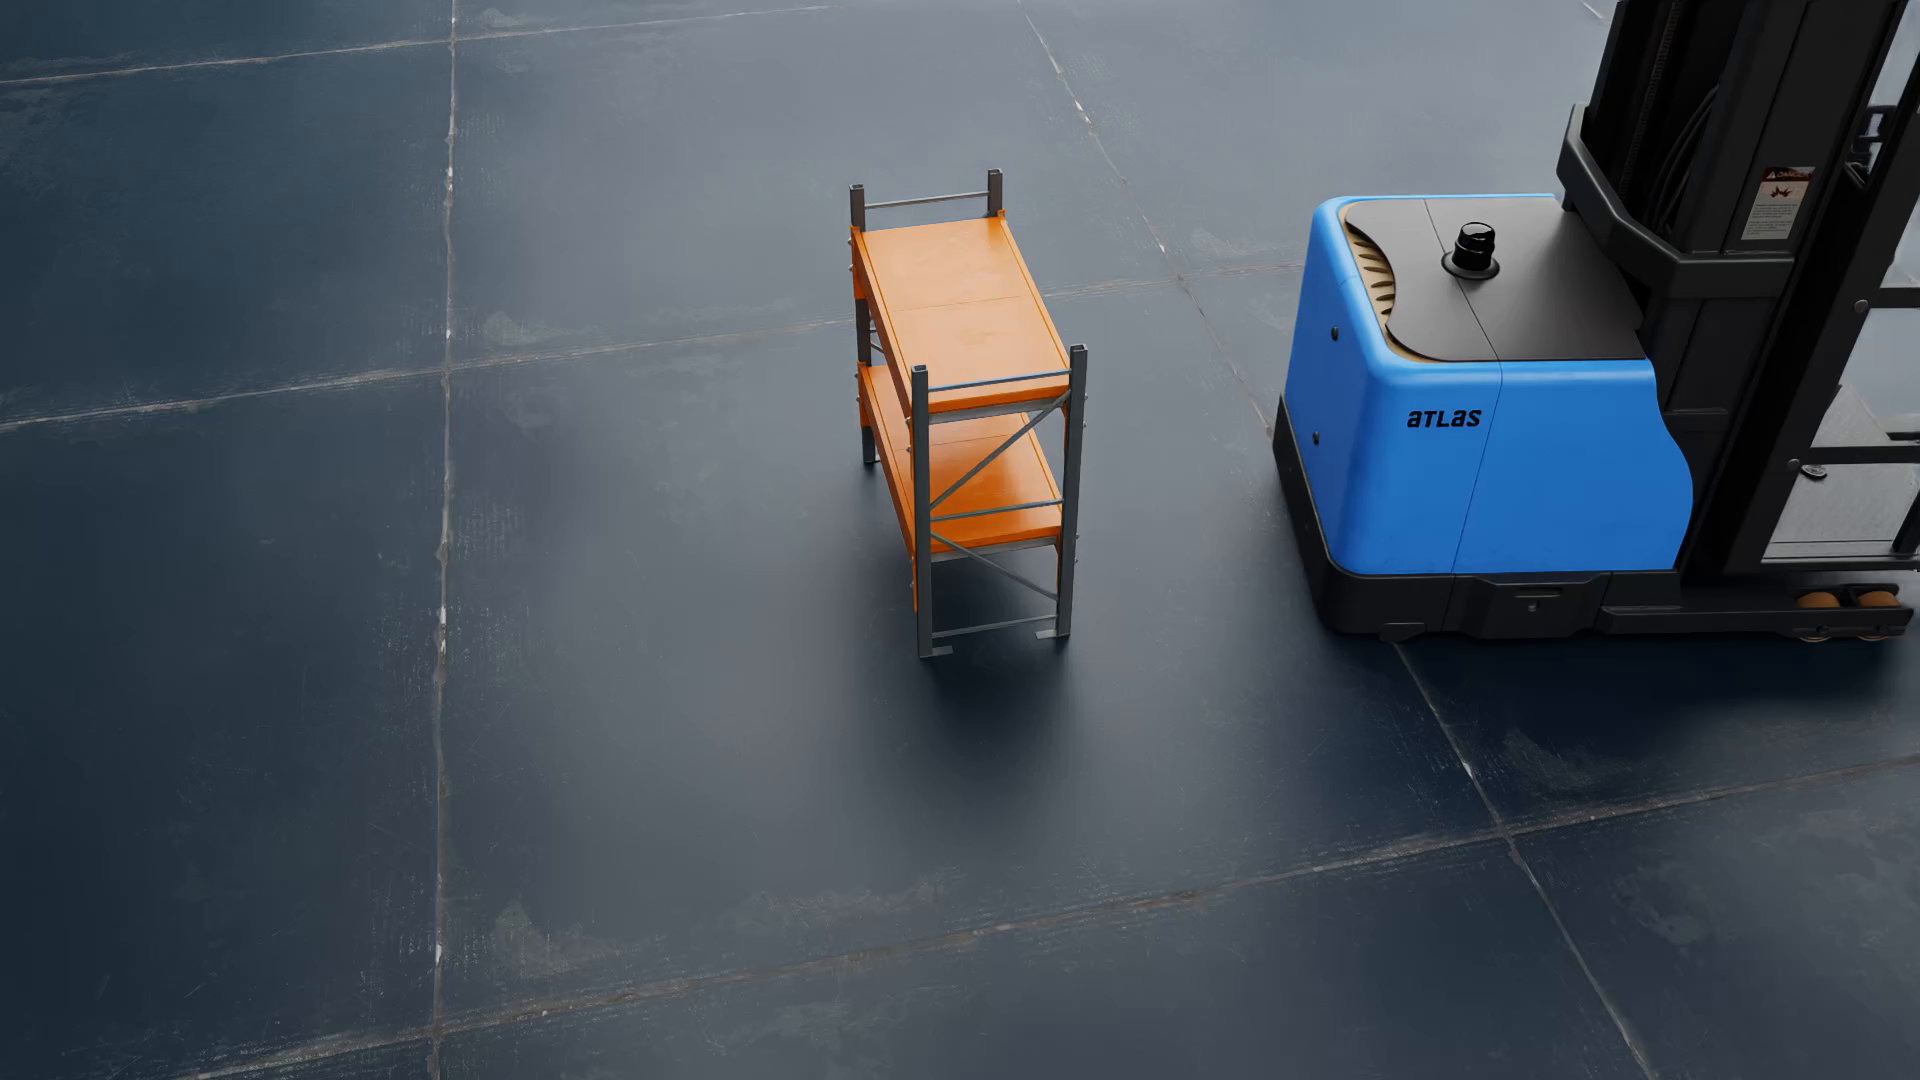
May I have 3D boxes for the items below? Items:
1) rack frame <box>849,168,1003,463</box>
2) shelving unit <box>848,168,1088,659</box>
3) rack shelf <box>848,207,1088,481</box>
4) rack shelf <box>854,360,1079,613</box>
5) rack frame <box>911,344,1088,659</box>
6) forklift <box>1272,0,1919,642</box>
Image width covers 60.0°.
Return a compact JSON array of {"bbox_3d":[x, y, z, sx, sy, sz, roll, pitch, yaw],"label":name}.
[{"bbox_3d":[-0.108,-0.746,5.743,0.500,1.125,0.032,-8,42,-9],"label":"rack frame"},{"bbox_3d":[0.001,-0.416,5.372,0.538,1.125,1.048,-8,42,-9],"label":"shelving unit"},{"bbox_3d":[0.001,-0.635,5.177,0.538,0.278,1.000,-8,42,-9],"label":"rack shelf"},{"bbox_3d":[0.001,-0.233,5.534,0.538,0.278,1.000,-8,42,-9],"label":"rack shelf"},{"bbox_3d":[0.111,-0.087,5.000,0.500,1.125,0.032,-8,42,-9],"label":"rack frame"},{"bbox_3d":[2.655,-1.119,4.803,3.031,2.935,1.130,-1,42,-1],"label":"forklift"}]
